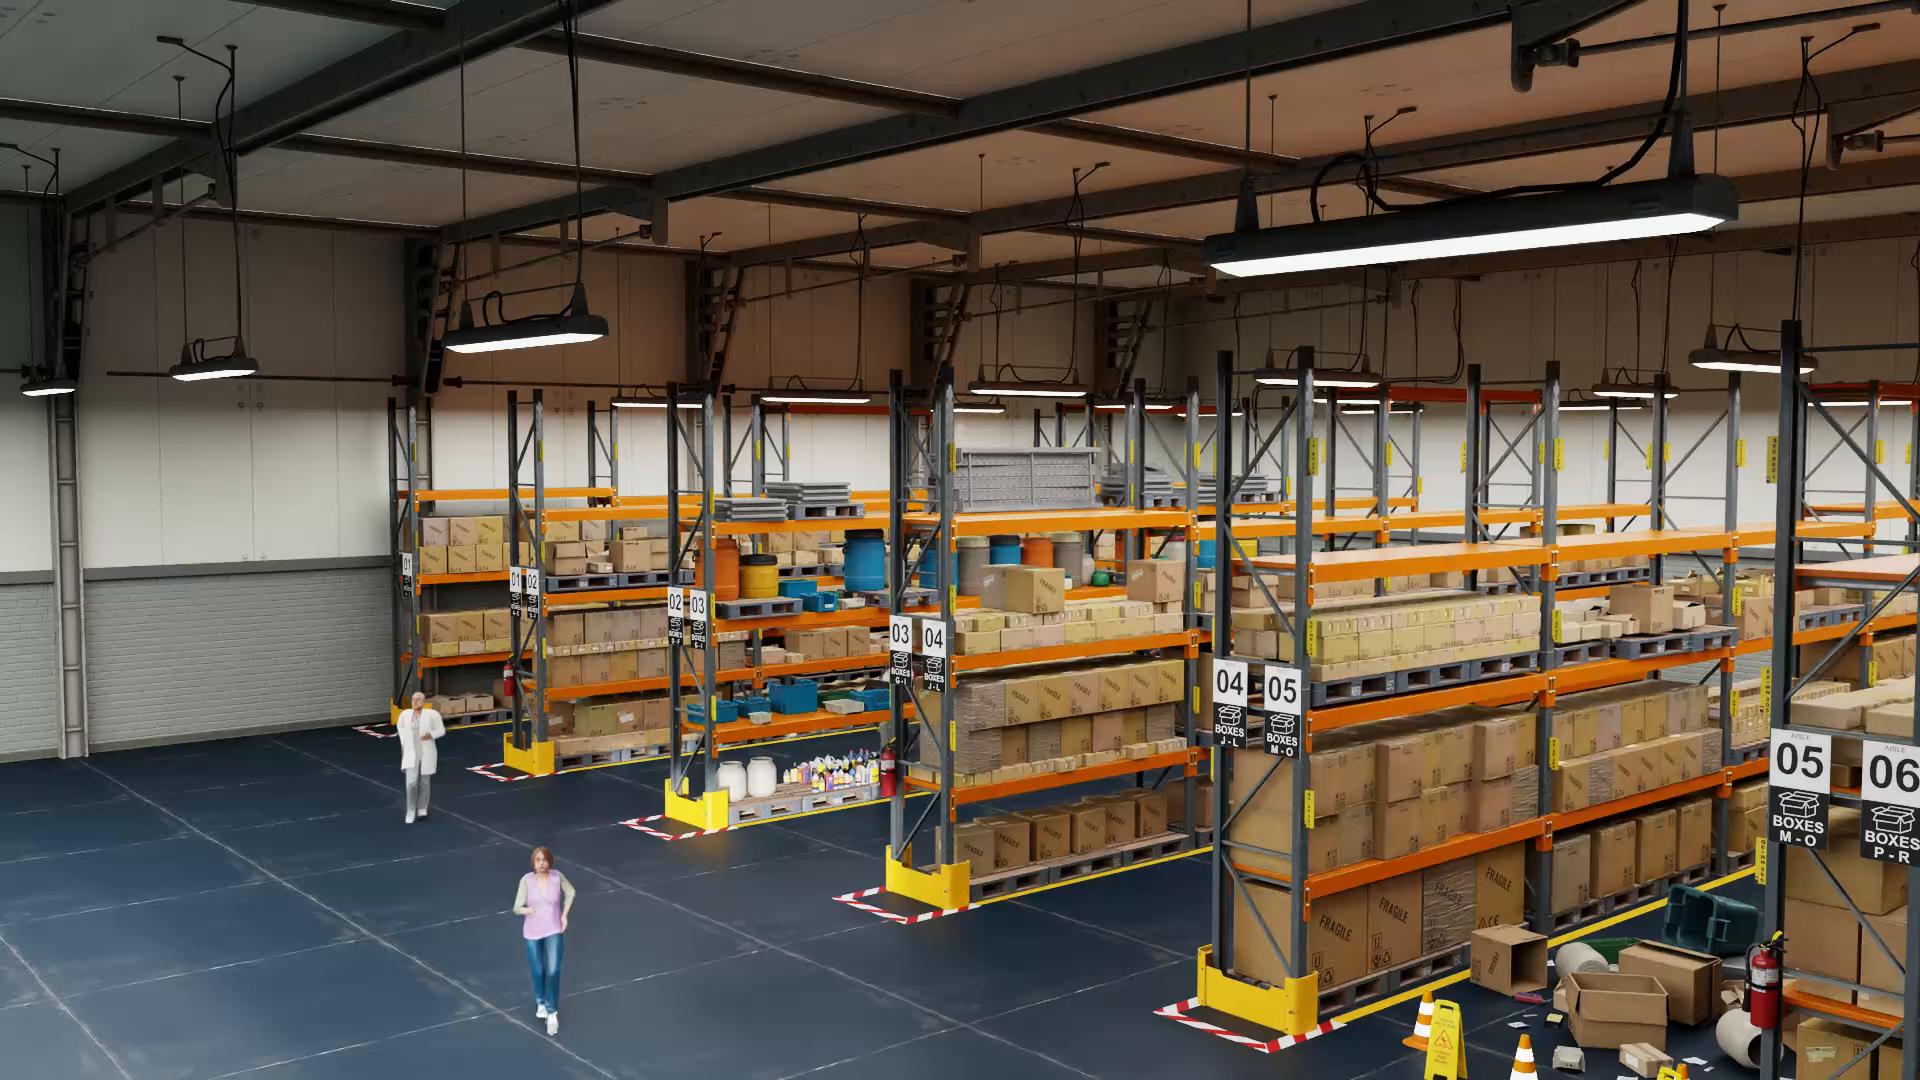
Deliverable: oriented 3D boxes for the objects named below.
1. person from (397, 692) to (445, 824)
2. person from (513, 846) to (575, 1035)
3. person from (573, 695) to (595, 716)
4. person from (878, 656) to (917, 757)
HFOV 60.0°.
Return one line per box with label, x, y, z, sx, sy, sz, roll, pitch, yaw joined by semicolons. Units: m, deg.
person;-7.360;2.972;22.674;0.670;1.818;0.783;-1;3;-9
person;-3.663;3.507;14.650;0.514;1.624;0.660;-1;3;-10
person;-6.431;2.603;28.777;0.679;1.743;0.678;2;4;34
person;-1.082;2.733;27.525;0.808;1.648;0.608;-3;5;-44
